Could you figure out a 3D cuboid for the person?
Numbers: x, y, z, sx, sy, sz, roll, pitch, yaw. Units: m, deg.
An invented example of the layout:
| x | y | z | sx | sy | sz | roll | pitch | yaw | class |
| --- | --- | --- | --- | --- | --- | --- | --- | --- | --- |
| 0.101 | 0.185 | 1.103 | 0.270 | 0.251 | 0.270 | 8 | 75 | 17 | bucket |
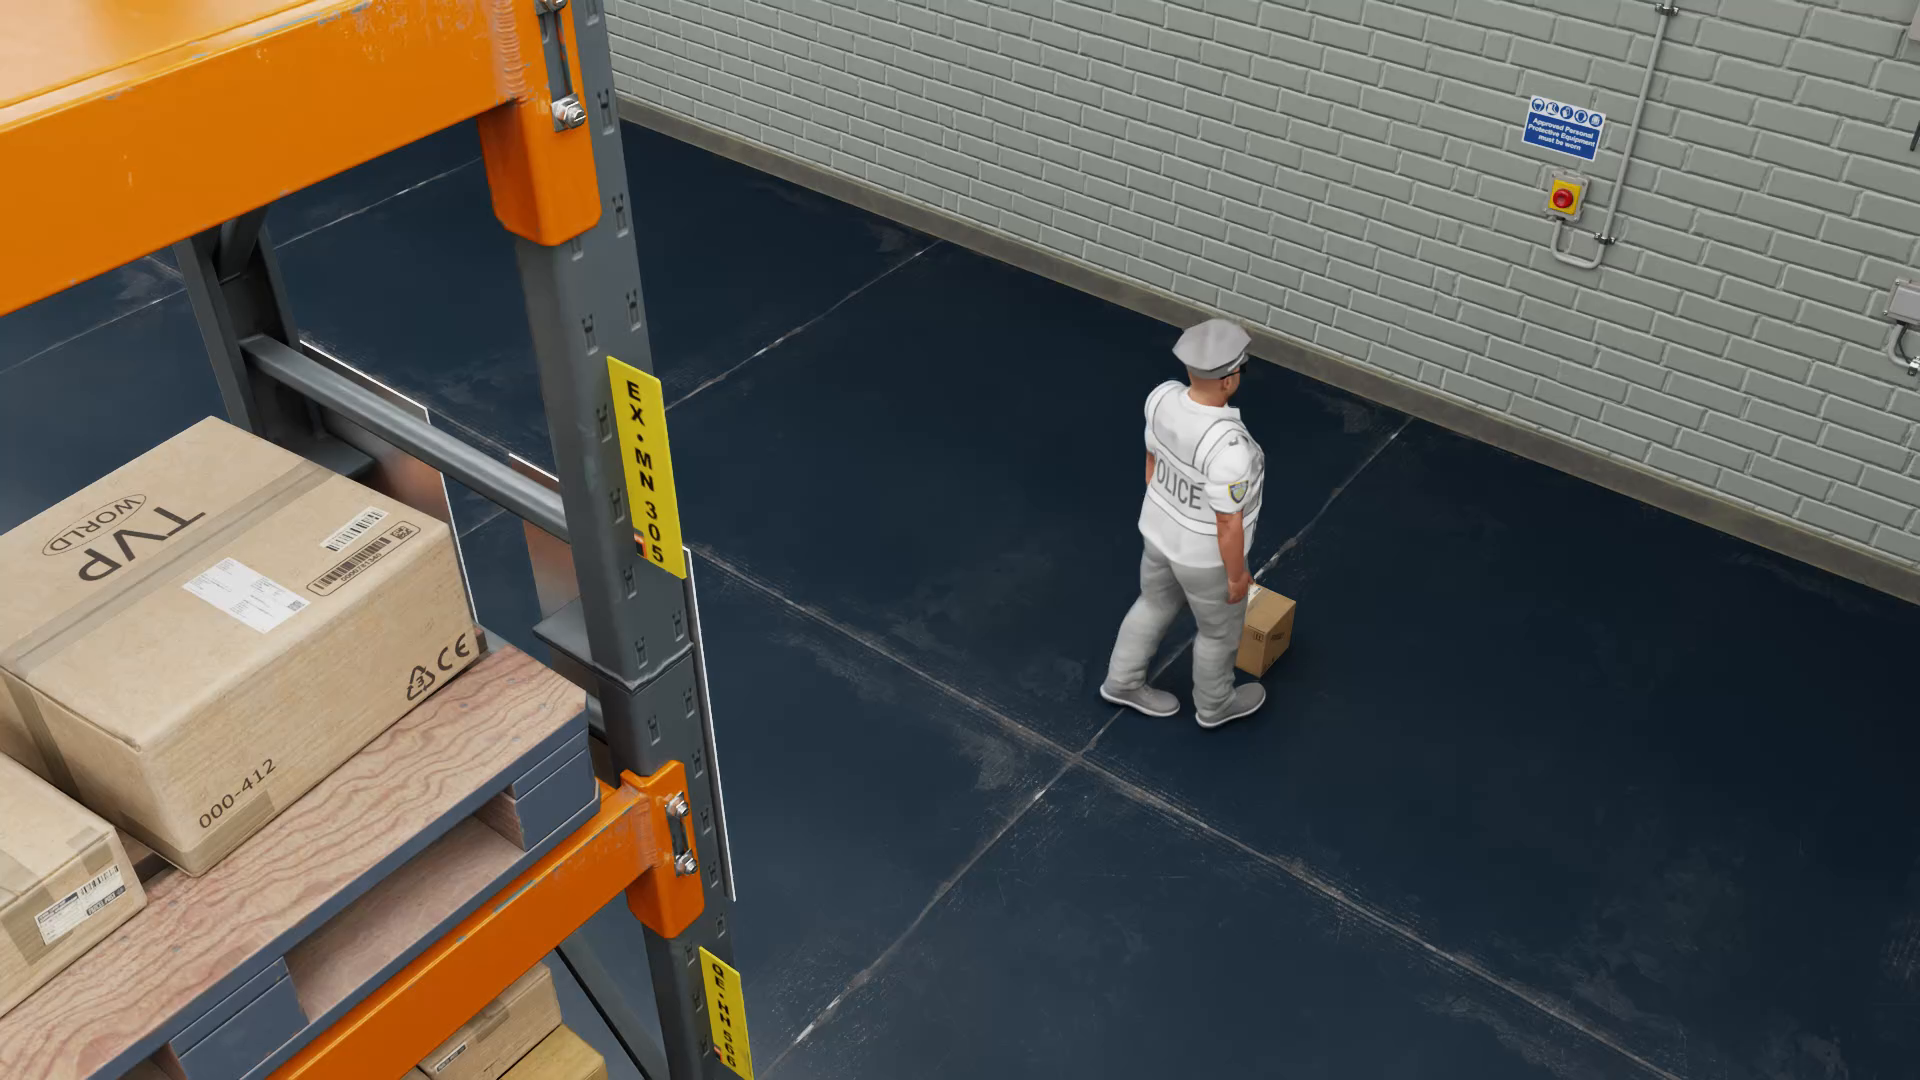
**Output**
| x | y | z | sx | sy | sz | roll | pitch | yaw | class |
| --- | --- | --- | --- | --- | --- | --- | --- | --- | --- |
| 0.914 | -0.022 | 6.163 | 0.581 | 1.779 | 0.541 | -20 | 43 | -23 | person |
